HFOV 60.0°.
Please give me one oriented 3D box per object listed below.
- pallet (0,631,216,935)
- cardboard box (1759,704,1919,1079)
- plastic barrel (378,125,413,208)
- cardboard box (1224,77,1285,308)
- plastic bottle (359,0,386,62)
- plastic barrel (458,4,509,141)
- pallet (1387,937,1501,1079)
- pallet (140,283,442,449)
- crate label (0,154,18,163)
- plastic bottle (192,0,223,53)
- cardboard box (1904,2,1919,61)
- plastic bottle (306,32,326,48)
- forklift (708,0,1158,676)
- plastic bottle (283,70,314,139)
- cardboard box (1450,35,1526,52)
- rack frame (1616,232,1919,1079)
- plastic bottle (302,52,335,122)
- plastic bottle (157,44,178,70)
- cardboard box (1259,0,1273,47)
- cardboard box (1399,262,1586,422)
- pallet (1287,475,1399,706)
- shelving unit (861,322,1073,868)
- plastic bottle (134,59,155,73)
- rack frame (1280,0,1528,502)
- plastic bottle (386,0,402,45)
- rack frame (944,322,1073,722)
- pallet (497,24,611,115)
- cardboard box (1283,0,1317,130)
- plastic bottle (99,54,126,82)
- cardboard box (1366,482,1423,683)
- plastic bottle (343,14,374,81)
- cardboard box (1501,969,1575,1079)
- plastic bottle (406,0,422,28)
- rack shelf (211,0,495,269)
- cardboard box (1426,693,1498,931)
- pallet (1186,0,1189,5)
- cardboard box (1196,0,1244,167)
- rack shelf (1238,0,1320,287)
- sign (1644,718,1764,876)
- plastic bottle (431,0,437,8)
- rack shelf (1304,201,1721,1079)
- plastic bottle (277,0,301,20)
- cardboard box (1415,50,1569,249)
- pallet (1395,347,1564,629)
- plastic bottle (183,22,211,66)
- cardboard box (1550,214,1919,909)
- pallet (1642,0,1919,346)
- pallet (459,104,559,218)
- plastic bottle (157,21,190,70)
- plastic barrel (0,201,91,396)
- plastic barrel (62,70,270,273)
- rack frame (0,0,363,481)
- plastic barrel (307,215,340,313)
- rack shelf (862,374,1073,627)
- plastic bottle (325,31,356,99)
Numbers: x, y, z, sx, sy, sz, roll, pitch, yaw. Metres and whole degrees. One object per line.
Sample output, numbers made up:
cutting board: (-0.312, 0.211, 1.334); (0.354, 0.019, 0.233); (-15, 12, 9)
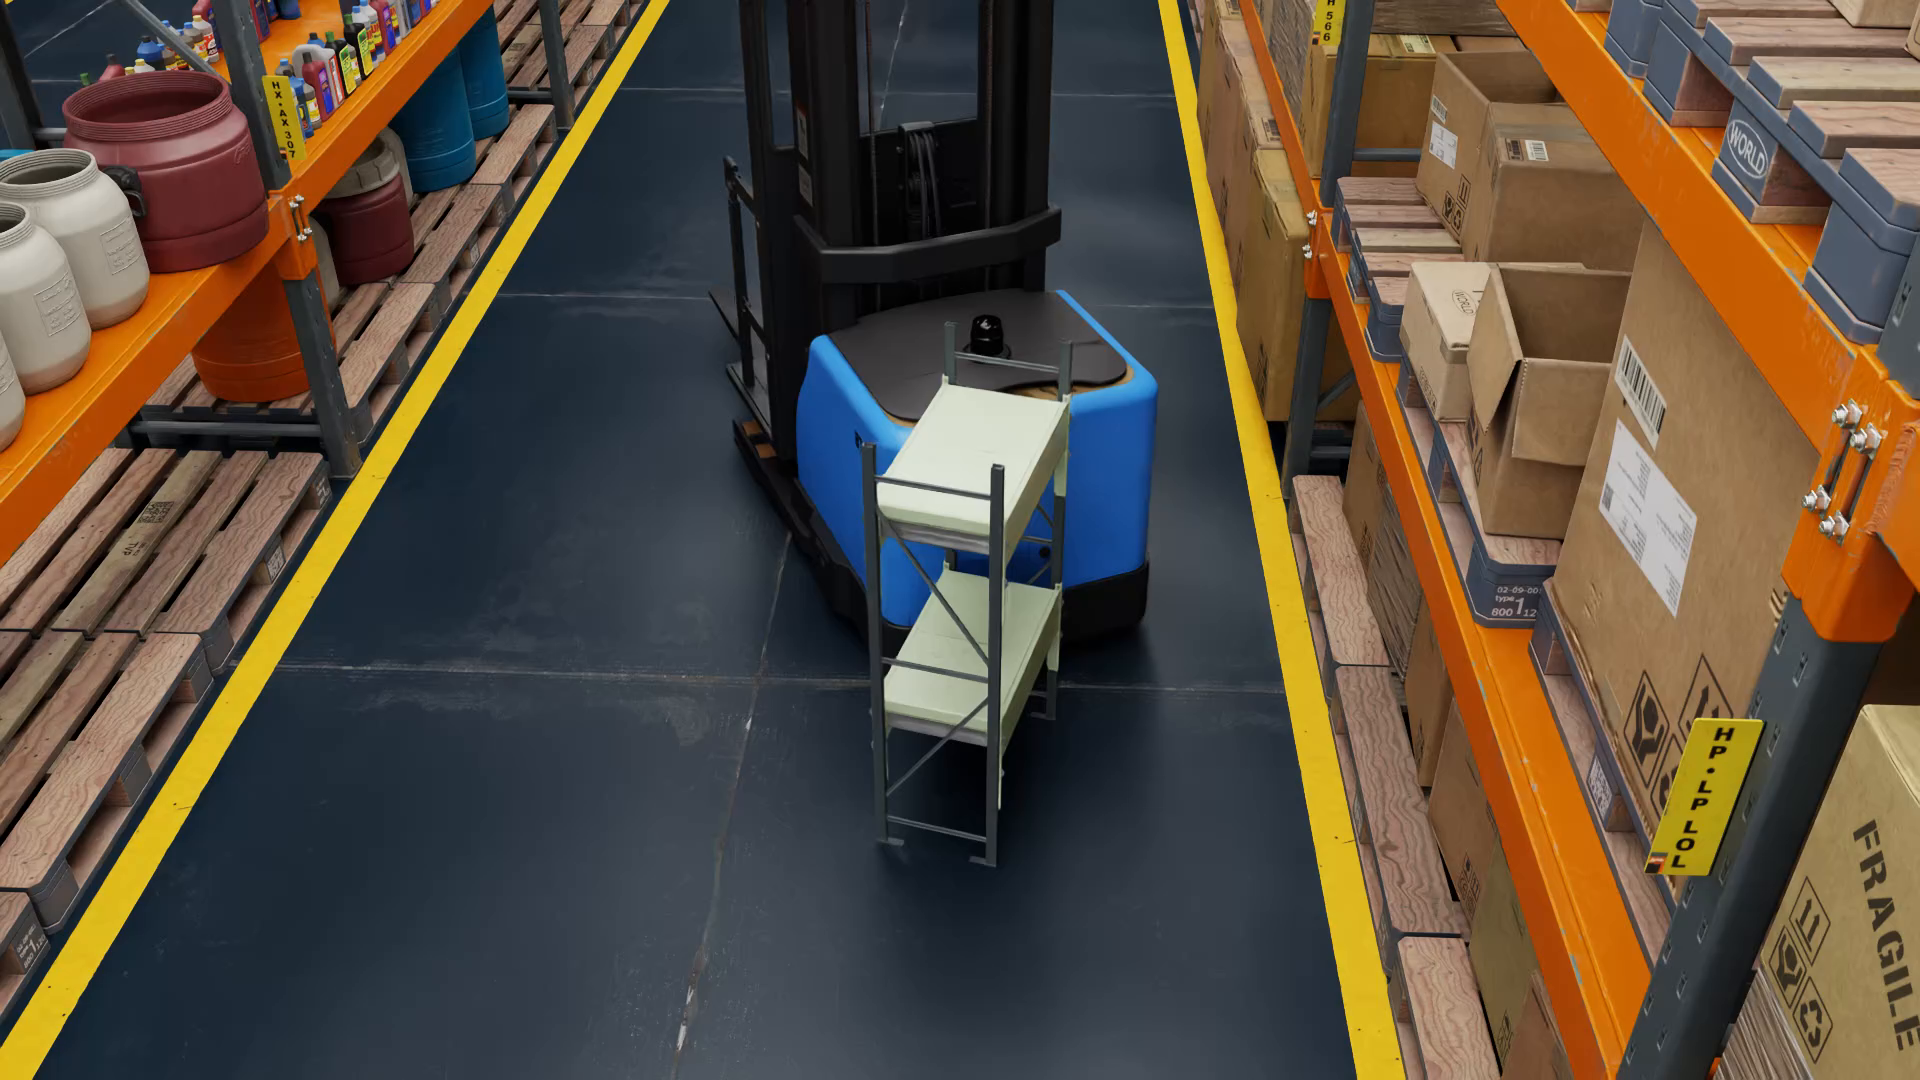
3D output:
pallet: (-3.212, 0.756, 5.490); (1.003, 0.211, 1.213); (1, 35, 2)
cardboard box: (1.426, 0.566, 2.121); (0.500, 0.500, 0.500); (1, 35, 2)
plastic barrel: (-3.109, -1.938, 8.698); (0.421, 0.512, 0.421); (0, 35, 0)
cardboard box: (1.951, -1.624, 7.934); (1.225, 0.875, 0.875); (1, 35, 2)
plastic bottle: (-2.680, -2.313, 7.545); (0.097, 0.271, 0.097); (0, 35, 0)
plastic barrel: (-2.968, -2.827, 9.623); (0.600, 0.901, 0.708); (1, 35, 2)
pallet: (1.728, 1.578, 4.321); (1.003, 0.211, 1.213); (1, 35, 2)
pallet: (-3.100, -0.841, 7.763); (1.003, 0.211, 1.213); (1, 35, 2)
crate label: (-3.400, -0.978, 5.502); (0.502, 0.435, 0.616); (1, 35, 2)
plastic bottle: (-3.454, -2.379, 7.628); (0.061, 0.283, 0.133); (1, 35, 2)
cardboard box: (1.816, -0.824, 2.250); (0.797, 0.503, 0.637); (0, 35, 0)
plastic bottle: (-2.760, -2.049, 7.169); (0.097, 0.271, 0.097); (0, 35, 0)
forklift: (-0.337, -1.535, 6.385); (1.130, 2.935, 3.031); (-13, 37, -18)
plastic bottle: (-2.718, -1.782, 6.789); (0.097, 0.271, 0.097); (0, 35, 0)
cardboard box: (2.150, -1.727, 6.512); (0.500, 0.500, 0.500); (2, 35, 3)
rack frame: (1.698, 0.885, 2.882); (1.000, 3.000, 0.127); (1, 35, 2)
plastic bottle: (-2.691, -1.909, 6.959); (0.061, 0.283, 0.133); (1, 35, 2)
plastic bottle: (-3.456, -2.055, 7.238); (0.097, 0.201, 0.097); (0, 35, 0)
cardboard box: (1.696, -2.620, 7.783); (0.500, 0.500, 0.500); (2, 35, 3)
cardboard box: (1.562, -0.566, 4.712); (0.500, 0.250, 0.500); (0, 35, 1)
pallet: (1.826, 0.177, 6.315); (1.003, 0.211, 1.213); (1, 35, 2)
shelving unit: (0.036, 0.185, 5.182); (0.431, 1.500, 0.755); (10, 36, 14)
plastic bottle: (-3.464, -1.943, 7.079); (0.097, 0.201, 0.097); (0, 35, 0)
rack frame: (1.859, -1.413, 6.152); (1.000, 3.000, 0.127); (1, 35, 2)
plastic bottle: (-2.671, -2.446, 7.733); (0.097, 0.271, 0.097); (0, 35, 0)
rack frame: (0.145, -0.015, 5.467); (0.400, 1.500, 0.023); (10, 36, 14)
pallet: (-2.939, -3.108, 10.989); (1.003, 0.211, 1.213); (1, 35, 2)
cardboard box: (1.657, -2.030, 6.942); (0.500, 0.500, 0.500); (1, 35, 1)
plastic bottle: (-3.491, -1.855, 6.882); (0.061, 0.283, 0.133); (1, 35, 2)
cardboard box: (1.843, 0.134, 5.742); (0.700, 0.500, 0.500); (-1, 35, -2)
plastic bottle: (-2.671, -2.195, 7.367); (0.061, 0.283, 0.133); (1, 35, 2)
cardboard box: (1.744, 1.375, 3.976); (0.700, 0.500, 0.500); (-1, 35, -2)
plastic bottle: (-2.684, -2.637, 7.936); (0.144, 0.351, 0.185); (1, 35, 2)
rack shelf: (-3.010, -2.382, 8.157); (1.077, 0.370, 4.000); (1, 35, 2)
cardboard box: (1.805, 0.780, 4.822); (0.700, 0.500, 0.500); (-2, 35, -2)
pallet: (2.226, -4.407, 12.838); (1.003, 0.211, 1.213); (1, 35, 2)
cardboard box: (2.014, -2.646, 9.389); (1.225, 0.875, 0.875); (1, 35, 2)
rack shelf: (1.939, -2.268, 7.994); (1.077, 0.370, 4.000); (1, 35, 2)
sign: (1.144, 0.400, 2.565); (0.100, 0.325, 0.005); (1, 35, 2)
plastic bottle: (-2.649, -2.733, 8.203); (0.097, 0.201, 0.097); (0, 35, 0)
rack shelf: (1.779, 0.030, 4.724); (1.077, 0.370, 4.000); (1, 35, 2)
plastic bottle: (-3.271, -2.670, 8.052); (0.097, 0.271, 0.097); (0, 35, 0)
cardboard box: (1.877, -1.315, 5.560); (0.500, 0.500, 0.500); (-3, 35, -4)
pallet: (1.820, -0.197, 4.588); (1.003, 0.211, 1.213); (1, 35, 2)
plastic bottle: (-3.444, -2.223, 7.477); (0.097, 0.201, 0.097); (0, 35, 0)
cardboard box: (1.870, 0.014, 3.234); (1.000, 1.000, 1.000); (2, 35, 2)
pallet: (1.830, -0.618, 2.575); (1.213, 0.211, 1.003); (1, 35, 2)
pallet: (-3.002, -2.243, 9.757); (1.003, 0.211, 1.213); (1, 35, 2)
plastic bottle: (-3.452, -2.139, 7.297); (0.097, 0.271, 0.097); (0, 35, 0)
plastic barrel: (-2.935, -0.735, 5.091); (0.421, 0.512, 0.421); (0, 35, 0)
plastic barrel: (-2.806, -1.310, 5.887); (0.600, 0.536, 0.708); (1, 35, 2)
rack frame: (-3.090, -1.528, 6.315); (1.000, 3.000, 0.127); (1, 35, 2)
plastic barrel: (-3.154, -1.290, 7.775); (0.421, 0.512, 0.421); (0, 35, 0)
rack shelf: (0.036, -0.134, 4.957); (0.431, 0.370, 0.720); (10, 36, 14)
plastic bottle: (-2.680, -2.063, 7.178); (0.061, 0.283, 0.133); (1, 35, 2)
